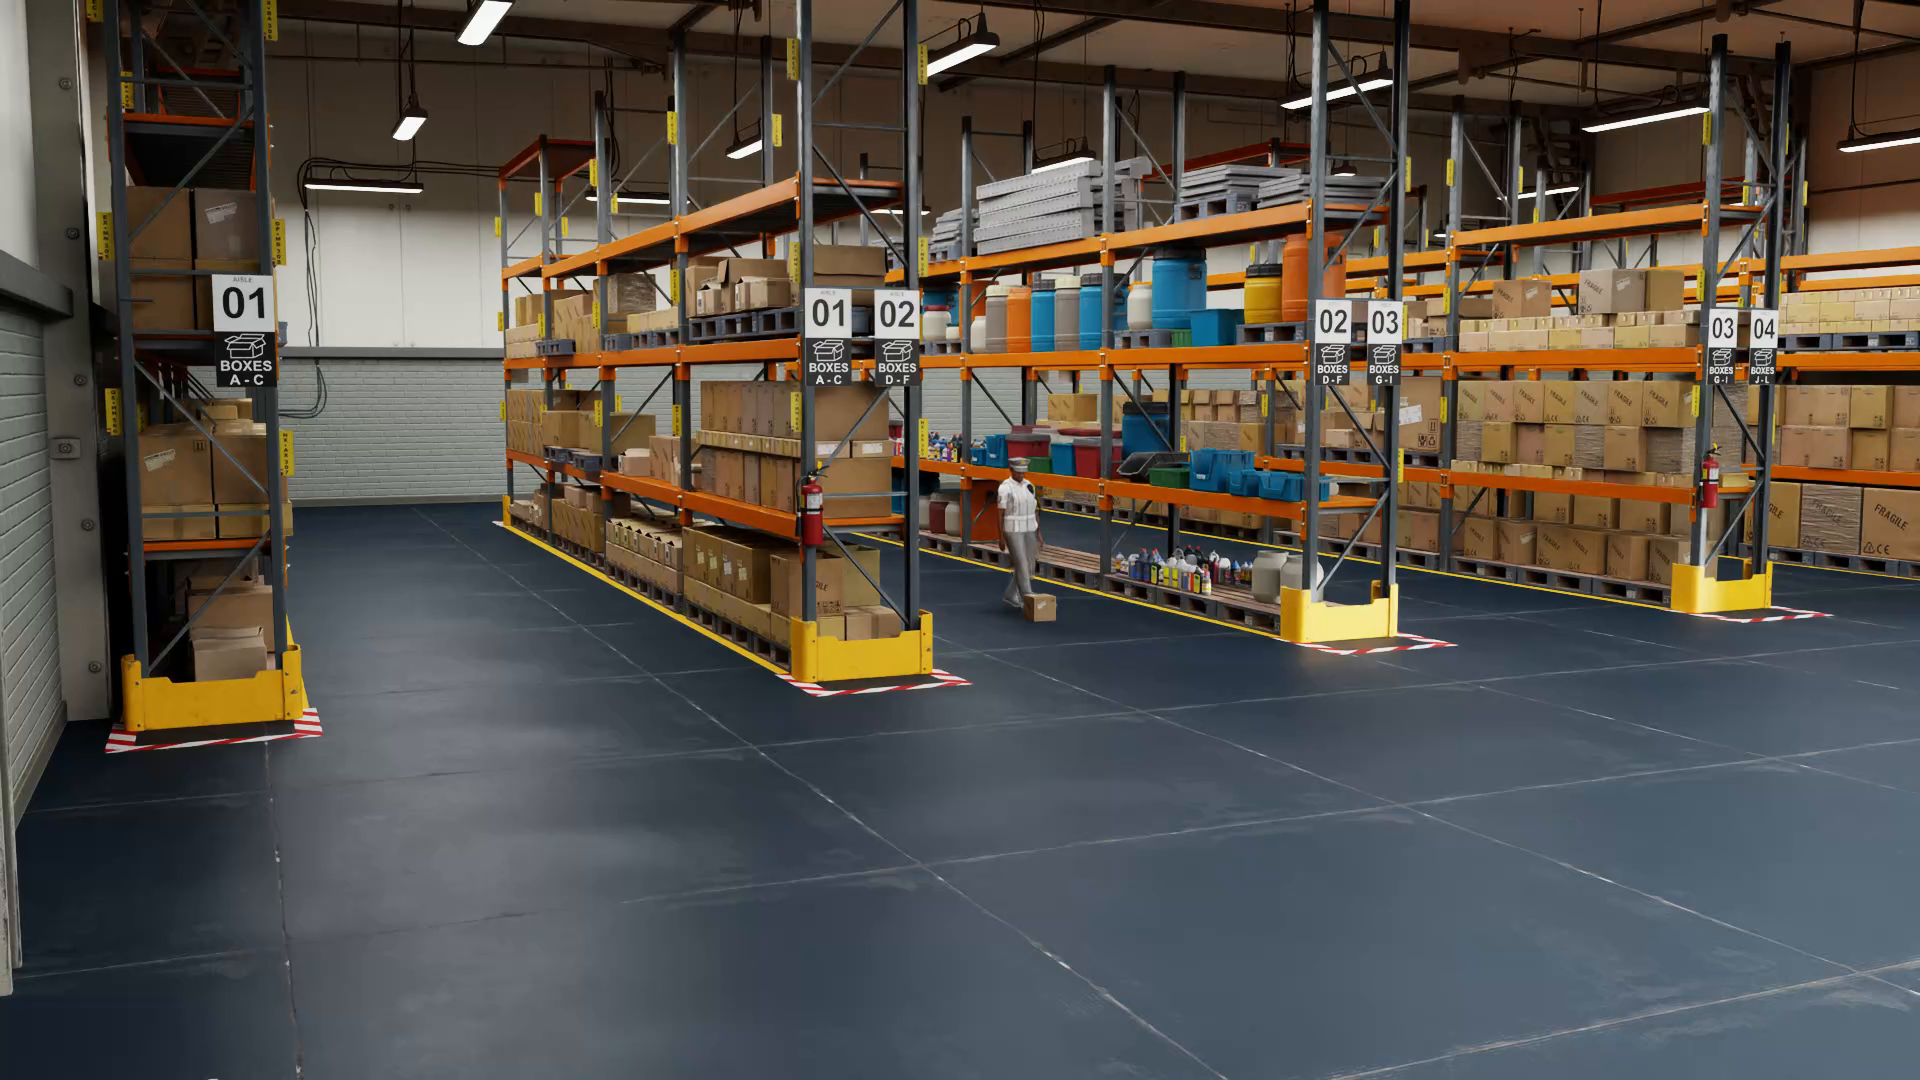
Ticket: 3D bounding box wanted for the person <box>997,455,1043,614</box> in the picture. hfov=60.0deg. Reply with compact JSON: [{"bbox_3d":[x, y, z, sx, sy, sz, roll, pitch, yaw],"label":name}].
[{"bbox_3d":[0.673,-0.040,17.469,0.529,1.704,0.453,-3,6,-29],"label":"person"}]
